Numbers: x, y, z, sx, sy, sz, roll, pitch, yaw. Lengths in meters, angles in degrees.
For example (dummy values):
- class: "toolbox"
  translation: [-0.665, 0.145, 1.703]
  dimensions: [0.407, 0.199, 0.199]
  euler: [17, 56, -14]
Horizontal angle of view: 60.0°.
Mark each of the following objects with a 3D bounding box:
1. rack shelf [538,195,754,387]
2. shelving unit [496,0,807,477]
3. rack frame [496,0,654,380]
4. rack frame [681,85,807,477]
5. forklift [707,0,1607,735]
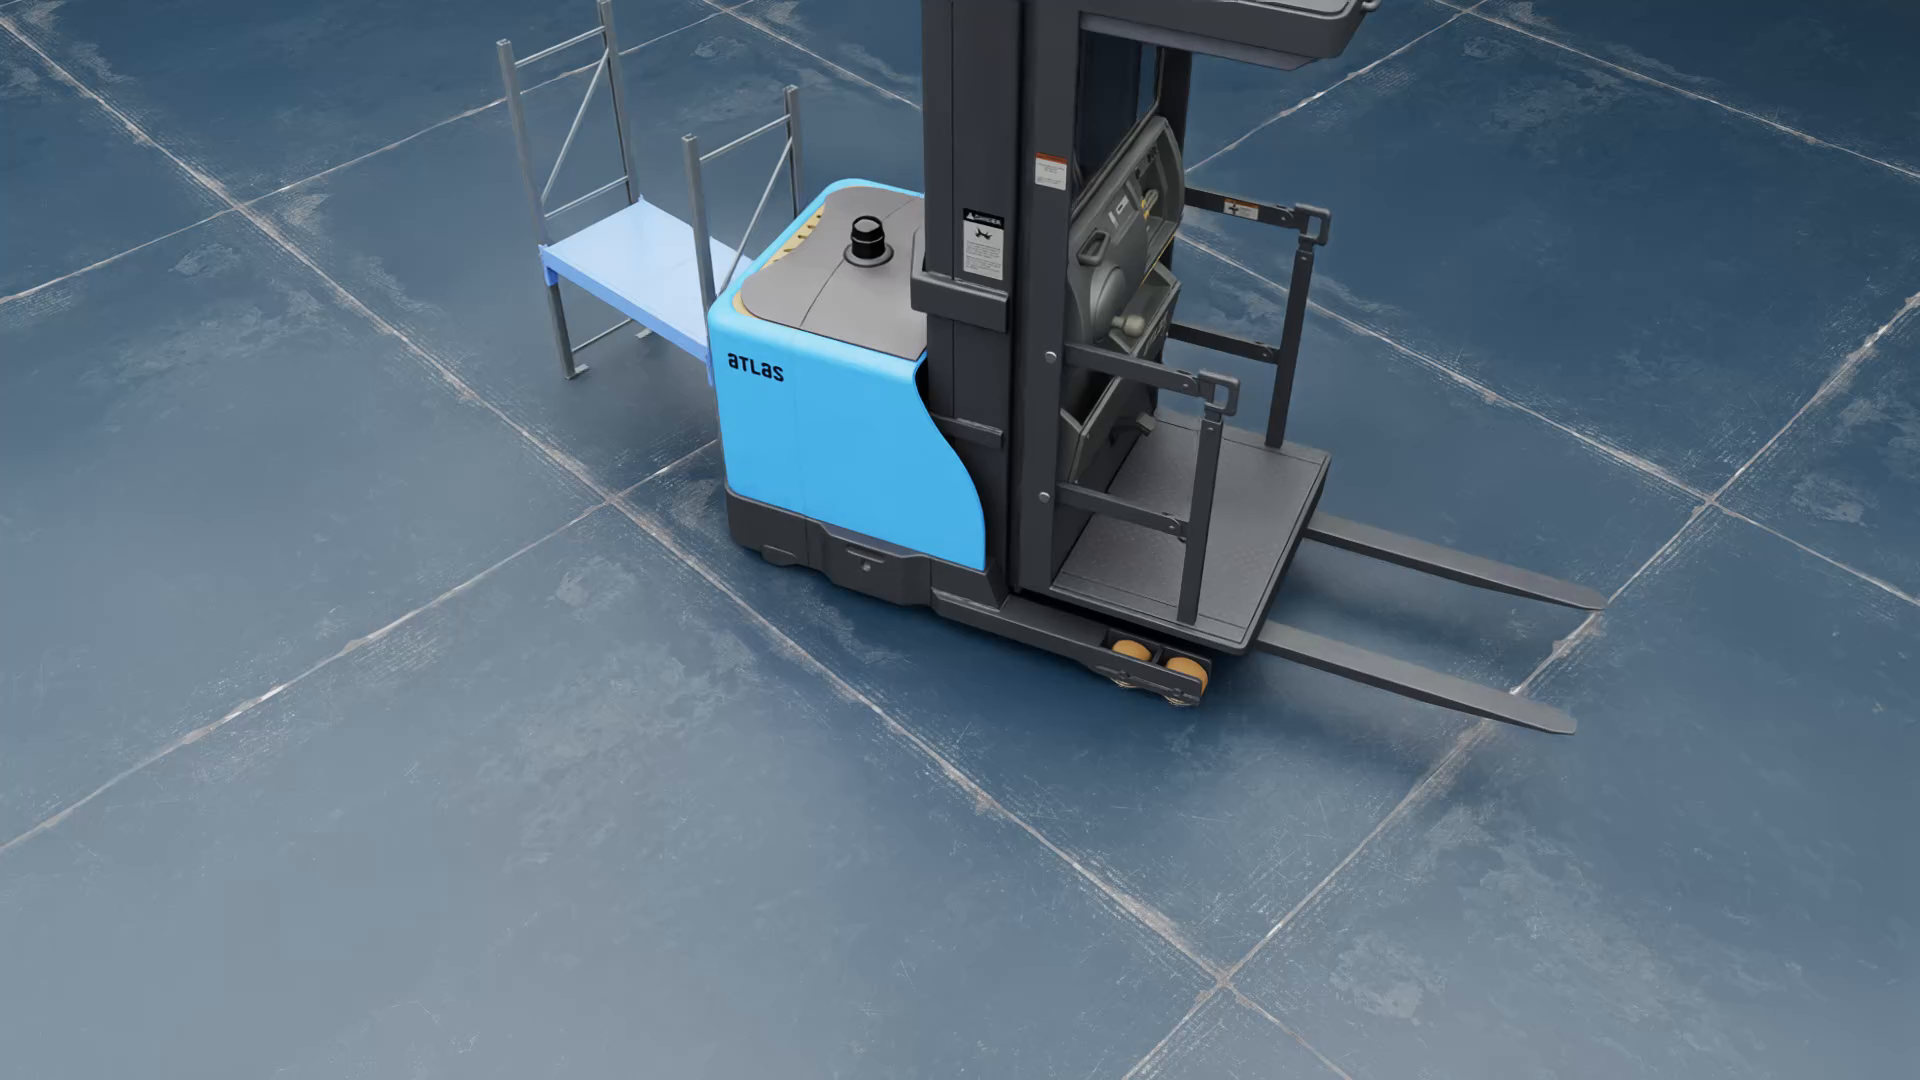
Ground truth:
- class: "rack shelf"
  translation: [-1.113, -0.990, 6.481]
  dimensions: [1.000, 0.185, 0.538]
  euler: [32, 51, 30]
- class: "shelving unit"
  translation: [-1.113, -1.122, 6.359]
  dimensions: [1.048, 1.500, 0.538]
  euler: [32, 51, 30]
- class: "rack frame"
  translation: [-1.488, -1.355, 6.611]
  dimensions: [0.032, 1.500, 0.500]
  euler: [32, 51, 30]
- class: "rack frame"
  translation: [-0.737, -0.889, 6.107]
  dimensions: [0.032, 1.500, 0.500]
  euler: [32, 51, 30]
- class: "forklift"
  translation: [0.704, -0.929, 5.096]
  dimensions: [3.031, 2.935, 1.130]
  euler: [17, 45, 18]
